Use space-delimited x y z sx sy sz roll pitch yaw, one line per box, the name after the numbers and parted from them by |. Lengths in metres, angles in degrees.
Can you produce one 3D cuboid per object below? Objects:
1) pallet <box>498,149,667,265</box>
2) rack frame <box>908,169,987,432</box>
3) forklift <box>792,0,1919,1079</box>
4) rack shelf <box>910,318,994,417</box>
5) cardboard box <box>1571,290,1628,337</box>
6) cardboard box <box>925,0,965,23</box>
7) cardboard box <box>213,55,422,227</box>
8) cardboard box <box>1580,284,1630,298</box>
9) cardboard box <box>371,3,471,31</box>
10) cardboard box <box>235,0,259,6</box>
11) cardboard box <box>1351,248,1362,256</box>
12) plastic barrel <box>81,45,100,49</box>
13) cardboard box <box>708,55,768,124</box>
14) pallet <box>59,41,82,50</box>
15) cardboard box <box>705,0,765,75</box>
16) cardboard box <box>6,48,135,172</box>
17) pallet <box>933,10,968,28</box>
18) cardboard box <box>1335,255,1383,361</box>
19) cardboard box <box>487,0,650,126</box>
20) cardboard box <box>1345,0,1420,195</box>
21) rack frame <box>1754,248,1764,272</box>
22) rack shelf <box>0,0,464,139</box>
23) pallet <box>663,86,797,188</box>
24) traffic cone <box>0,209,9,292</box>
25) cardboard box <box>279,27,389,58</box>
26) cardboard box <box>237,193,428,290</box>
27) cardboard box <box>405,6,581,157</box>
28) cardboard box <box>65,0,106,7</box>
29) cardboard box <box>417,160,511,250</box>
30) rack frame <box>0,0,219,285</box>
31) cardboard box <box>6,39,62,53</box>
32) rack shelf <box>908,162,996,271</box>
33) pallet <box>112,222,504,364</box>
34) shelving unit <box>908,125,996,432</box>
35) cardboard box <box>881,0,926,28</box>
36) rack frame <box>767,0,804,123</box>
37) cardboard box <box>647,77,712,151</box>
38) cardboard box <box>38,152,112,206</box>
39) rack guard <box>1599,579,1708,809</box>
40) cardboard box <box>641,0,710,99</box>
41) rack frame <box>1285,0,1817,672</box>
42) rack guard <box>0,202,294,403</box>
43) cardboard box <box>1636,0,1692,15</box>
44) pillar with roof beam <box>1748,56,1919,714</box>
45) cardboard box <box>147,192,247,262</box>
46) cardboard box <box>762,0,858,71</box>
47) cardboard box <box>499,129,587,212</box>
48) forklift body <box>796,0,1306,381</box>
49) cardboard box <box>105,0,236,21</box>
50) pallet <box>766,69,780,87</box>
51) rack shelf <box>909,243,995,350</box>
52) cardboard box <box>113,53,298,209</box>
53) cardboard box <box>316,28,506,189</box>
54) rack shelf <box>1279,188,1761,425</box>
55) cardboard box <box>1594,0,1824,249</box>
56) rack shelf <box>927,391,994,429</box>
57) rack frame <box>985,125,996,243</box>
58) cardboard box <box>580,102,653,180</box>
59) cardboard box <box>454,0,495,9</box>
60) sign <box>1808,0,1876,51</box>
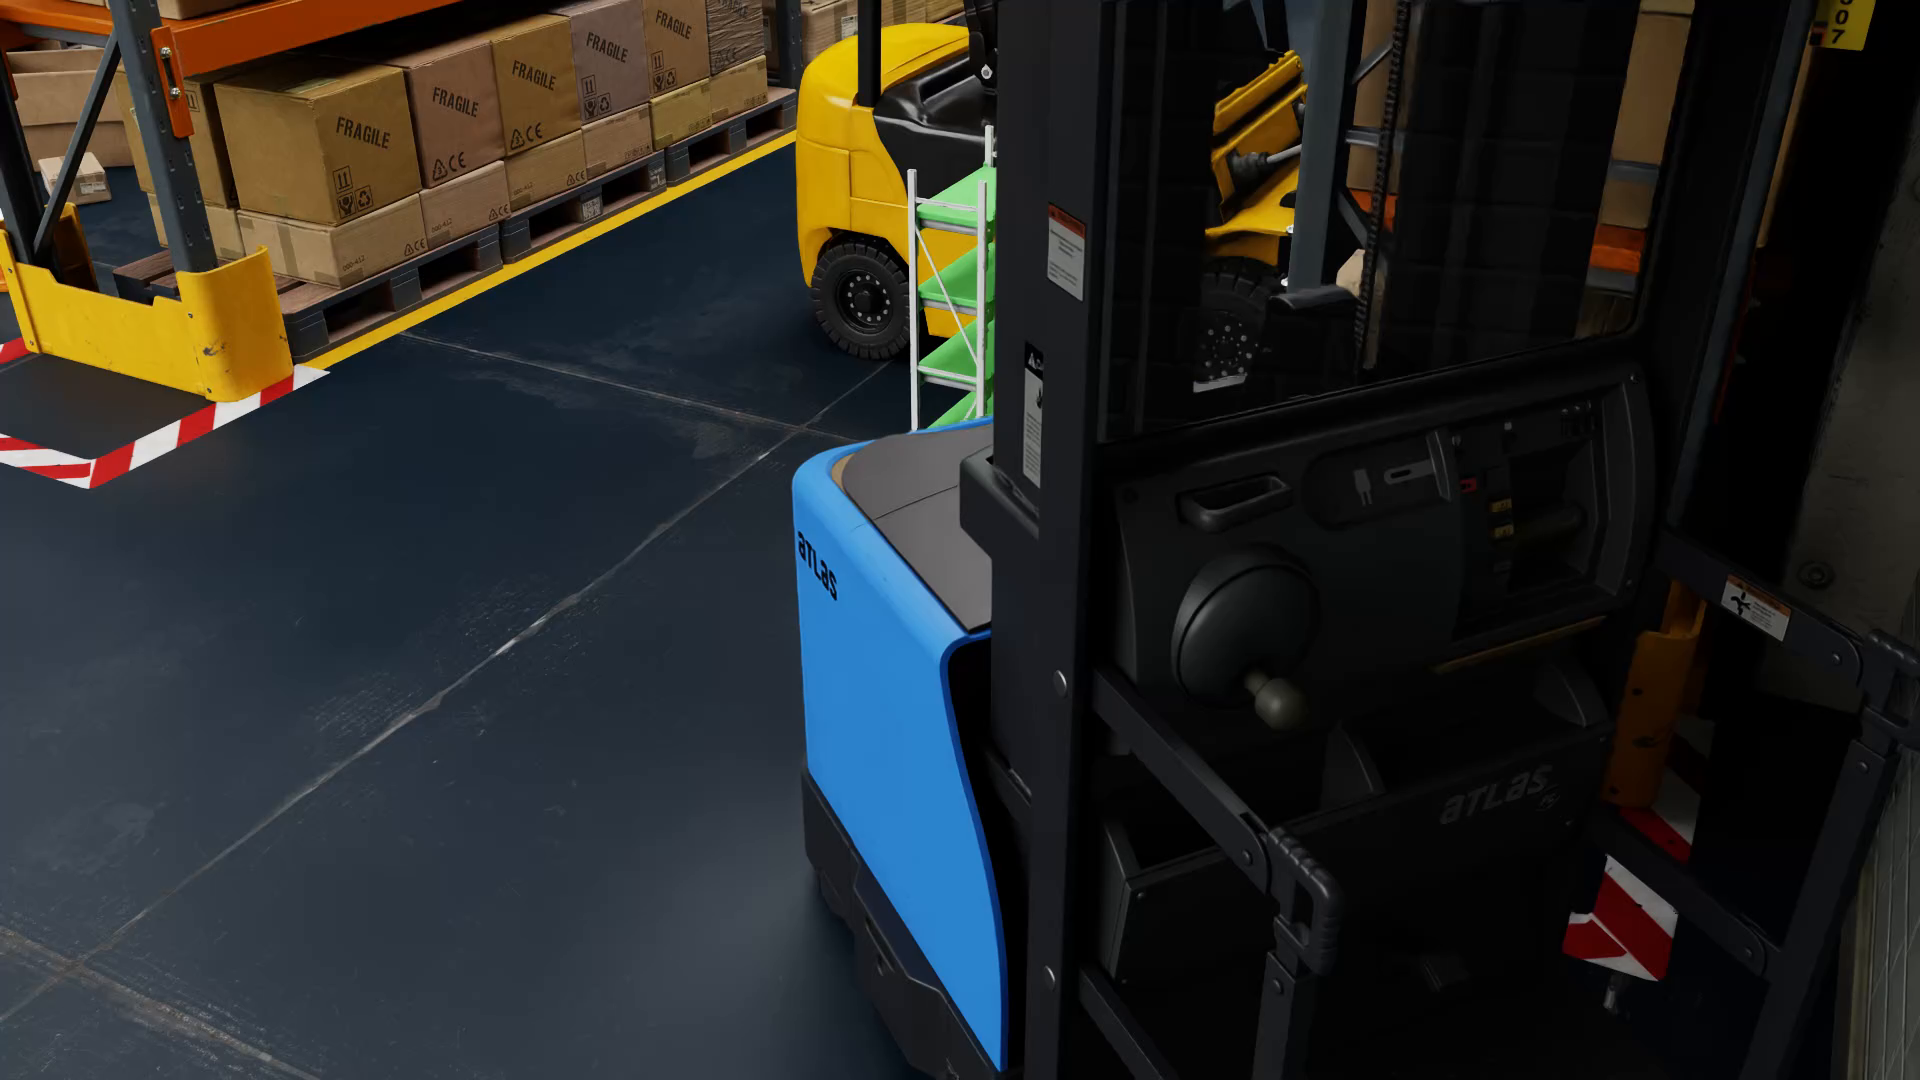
-2.164 -1.686 7.974 1.003 0.211 1.213 14 33 23 | pallet
-0.036 -0.486 4.891 0.240 1.200 0.015 14 33 23 | rack frame
0.727 0.046 2.227 1.130 2.935 3.031 -13 32 -22 | forklift
0.075 -0.538 5.111 0.258 0.148 0.480 14 33 23 | rack shelf
1.651 -0.440 4.339 0.500 0.250 0.500 14 33 23 | cardboard box
-0.459 -3.648 10.807 0.950 0.372 0.625 15 33 25 | cardboard box
-2.533 -1.591 6.595 0.500 0.500 0.500 13 32 22 | cardboard box
1.875 -0.662 4.726 0.500 0.250 0.500 14 33 23 | cardboard box
-2.553 -2.154 7.575 0.500 0.500 0.500 14 33 22 | cardboard box
-2.716 -2.081 6.113 0.380 0.149 0.250 15 33 24 | cardboard box
1.423 -0.772 4.918 0.500 0.250 0.500 15 33 24 | cardboard box
-4.939 -2.854 9.795 0.421 0.421 0.512 -12 32 -20 | plastic barrel
-1.365 -2.411 8.775 0.500 0.250 0.500 16 33 25 | cardboard box
-6.204 -3.293 10.773 1.003 0.211 1.213 14 33 23 | pallet
-1.366 -2.736 8.588 0.500 0.500 0.500 14 33 23 | cardboard box
-4.611 -2.241 8.647 0.797 0.503 0.637 -7 31 -11 | cardboard box
-0.427 -3.423 10.999 1.003 0.211 1.213 14 33 23 | pallet
1.195 -0.544 4.521 0.500 0.250 0.500 15 33 25 | cardboard box
-1.827 -2.283 7.800 0.500 0.500 0.500 16 34 26 | cardboard box
1.254 -1.167 4.170 0.500 0.500 0.500 14 33 22 | cardboard box
3.086 -2.619 6.799 1.000 3.000 0.127 14 33 23 | rack frame
-2.246 -2.545 7.393 1.077 0.370 4.000 14 33 23 | rack shelf
-1.609 -2.229 8.919 1.003 0.211 1.213 14 33 23 | pallet
-4.110 -1.354 7.143 0.336 0.463 0.334 14 33 23 | traffic cone
-2.790 -1.932 7.189 0.500 0.500 0.500 16 33 25 | cardboard box
-2.543 -1.255 6.763 0.500 0.250 0.500 14 33 23 | cardboard box
-2.063 -2.044 7.384 0.500 0.500 0.500 15 33 24 | cardboard box
-3.177 -2.076 6.105 0.380 0.149 0.250 15 33 25 | cardboard box
-2.304 -1.480 7.154 0.500 0.250 0.500 16 33 25 | cardboard box
-3.157 -1.971 5.669 1.000 3.000 0.127 14 33 23 | rack frame
-5.581 -2.818 9.653 0.500 0.500 0.500 21 36 32 | cardboard box
0.075 -0.955 4.872 0.258 0.148 0.480 14 33 23 | rack shelf
-2.721 -1.147 7.036 1.003 0.211 1.213 14 33 23 | pallet
0.075 -0.594 5.079 0.258 1.200 0.503 14 33 23 | shelving unit
-0.774 -3.339 10.269 0.950 0.372 0.625 16 34 26 | cardboard box
-1.335 -3.744 8.757 1.000 3.000 0.127 14 33 23 | rack frame
-1.599 -2.172 8.360 0.500 0.250 0.500 13 32 22 | cardboard box
-4.359 -1.773 8.189 0.250 0.149 0.380 -18 34 -28 | cardboard box
1.252 0.248 4.315 1.175 0.500 0.348 14 33 23 | rack guard
-1.596 -2.510 8.195 0.500 0.500 0.500 15 33 24 | cardboard box
1.263 -0.846 3.711 1.000 3.000 0.127 14 33 23 | rack frame
-3.123 -0.920 6.351 1.175 0.500 0.348 14 33 23 | rack guard
1.649 -1.262 3.684 0.380 0.149 0.250 13 32 22 | cardboard box
-1.450 -4.529 4.100 9.100 9.000 0.400 14 33 23 | pillar with roof beam
-3.017 -1.390 6.998 0.500 0.250 0.500 14 33 23 | cardboard box
-1.098 -3.020 9.713 0.950 0.372 0.625 15 33 24 | cardboard box
-2.067 -1.725 7.580 0.500 0.250 0.500 17 34 27 | cardboard box
0.503 -1.733 6.107 2.313 2.155 1.214 14 33 23 | forklift body
-2.818 -1.965 5.912 0.380 0.149 0.250 14 33 23 | cardboard box
-0.982 -2.880 10.053 1.003 0.211 1.213 14 33 23 | pallet
0.075 -0.746 4.991 0.258 0.148 0.480 14 33 23 | rack shelf
-3.024 -1.700 6.784 0.500 0.500 0.500 15 33 24 | cardboard box
-2.299 -1.824 7.000 0.500 0.500 0.500 13 32 21 | cardboard box
2.174 -1.421 5.435 1.077 0.370 4.000 14 33 23 | rack shelf
1.736 -1.046 3.959 0.500 0.500 0.500 15 33 25 | cardboard box
0.075 -0.330 5.230 0.258 0.148 0.480 14 33 23 | rack shelf
0.187 -0.702 5.267 0.240 1.200 0.015 14 33 23 | rack frame
-1.834 -1.948 7.969 0.500 0.250 0.500 15 33 24 | cardboard box
-2.315 -2.389 7.984 0.500 0.500 0.500 16 34 26 | cardboard box
1.755 -1.127 3.252 0.100 0.325 0.005 14 33 23 | sign
